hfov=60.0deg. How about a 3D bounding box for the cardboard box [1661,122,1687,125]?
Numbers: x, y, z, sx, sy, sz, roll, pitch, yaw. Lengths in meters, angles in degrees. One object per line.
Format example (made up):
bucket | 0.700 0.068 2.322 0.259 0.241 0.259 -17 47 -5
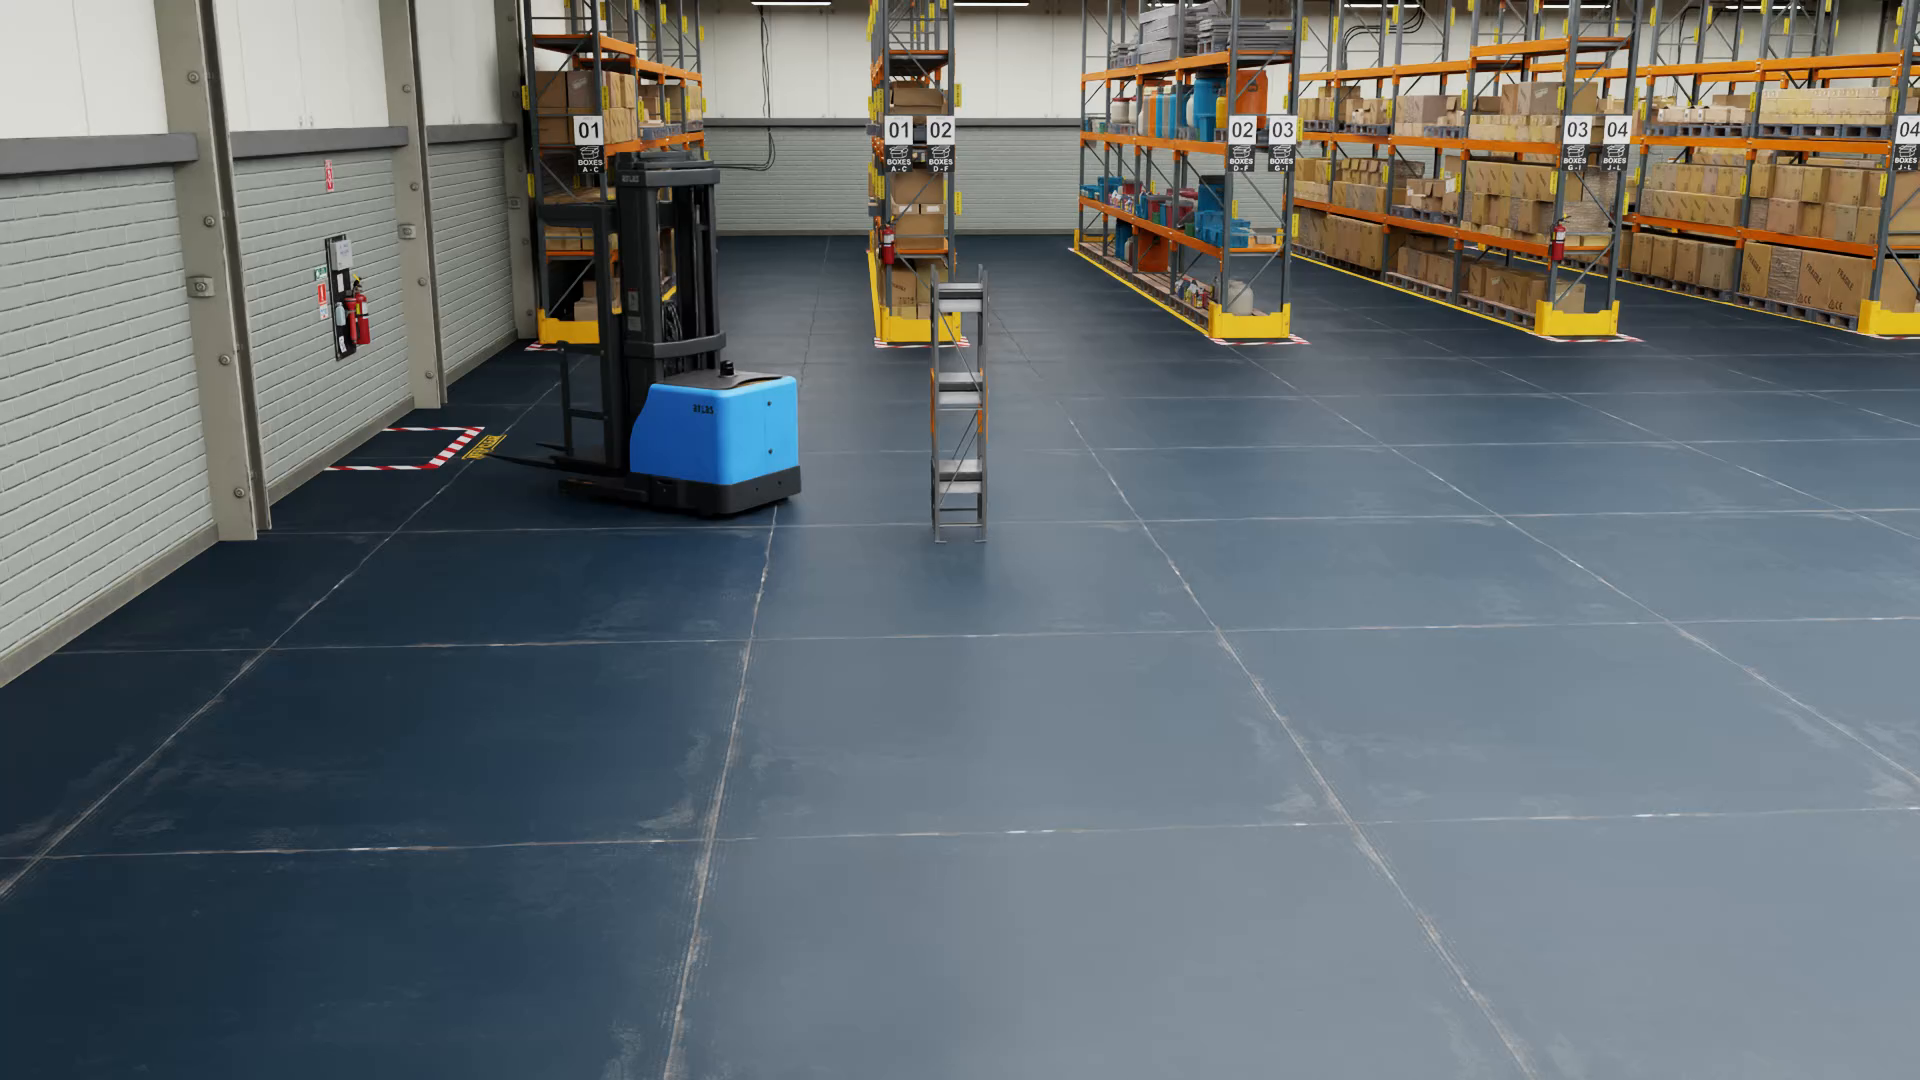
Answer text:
cardboard box | 13.996 -8.241 32.816 0.500 0.500 0.500 -1 14 -3

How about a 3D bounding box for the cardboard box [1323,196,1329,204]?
cardboard box | 8.215 -7.486 36.607 0.380 0.149 0.250 -1 14 -3

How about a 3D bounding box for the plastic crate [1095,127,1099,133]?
plastic crate | 3.159 -9.096 36.869 0.293 0.136 0.466 -1 14 -3

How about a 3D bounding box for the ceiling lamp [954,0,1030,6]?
ceiling lamp | 0.756 -14.817 40.842 2.000 3.185 0.800 -1 14 -3

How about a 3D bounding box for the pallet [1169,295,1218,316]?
pallet | 4.113 -3.953 27.966 1.003 0.211 1.213 -1 14 -3

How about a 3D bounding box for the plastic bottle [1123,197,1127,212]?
plastic bottle | 3.344 -6.788 33.622 0.061 0.283 0.133 -1 14 -3

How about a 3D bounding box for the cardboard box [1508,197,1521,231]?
cardboard box | 9.159 -5.130 26.147 0.875 0.500 0.500 -1 14 -3

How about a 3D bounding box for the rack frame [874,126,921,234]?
rack frame | -1.327 -7.385 35.710 1.000 3.000 0.127 -1 14 -3

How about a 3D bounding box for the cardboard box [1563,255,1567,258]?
cardboard box | 13.299 -6.394 36.029 0.500 0.500 0.500 0 14 -1

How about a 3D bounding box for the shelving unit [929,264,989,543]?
shelving unit | -0.010 -1.058 12.925 0.431 2.100 0.503 -1 14 -3

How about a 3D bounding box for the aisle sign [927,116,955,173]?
aisle sign | -0.273 -5.648 23.741 0.394 0.787 0.004 -1 14 -3

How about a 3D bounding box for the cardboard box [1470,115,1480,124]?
cardboard box | 8.769 -7.035 27.830 0.380 0.149 0.250 -1 14 -5

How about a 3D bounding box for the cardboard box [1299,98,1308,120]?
cardboard box | 8.313 -10.015 38.665 0.700 0.500 0.500 -1 14 -5

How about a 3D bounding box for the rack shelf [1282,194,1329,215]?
rack shelf | 8.437 -7.686 38.323 1.077 0.370 4.000 -1 14 -3

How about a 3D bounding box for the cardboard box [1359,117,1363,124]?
cardboard box | 8.503 -8.699 34.457 0.380 0.149 0.250 -1 15 -6

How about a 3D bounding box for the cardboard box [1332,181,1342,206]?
cardboard box | 8.340 -7.467 35.828 0.500 0.500 0.500 -1 14 -3

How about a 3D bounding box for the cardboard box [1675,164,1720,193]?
cardboard box | 13.850 -6.761 31.078 0.700 0.500 0.500 -1 14 -4

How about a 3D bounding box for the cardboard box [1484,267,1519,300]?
cardboard box | 9.084 -4.298 27.885 0.500 0.500 0.500 4 15 14

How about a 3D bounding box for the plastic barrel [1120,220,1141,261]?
plastic barrel | 3.678 -6.336 35.001 0.600 0.901 0.708 -1 14 -3

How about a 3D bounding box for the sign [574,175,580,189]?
sign | -6.329 -5.869 27.495 0.100 0.325 0.005 -1 14 -3

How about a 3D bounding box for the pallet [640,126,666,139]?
pallet | -5.774 -7.093 28.931 1.213 0.211 1.003 -1 14 -3

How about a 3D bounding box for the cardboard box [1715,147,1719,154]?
cardboard box | 18.042 -9.179 39.173 0.380 0.149 0.250 -1 14 -3

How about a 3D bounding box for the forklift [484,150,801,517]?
forklift | -2.893 -1.863 14.386 3.031 2.935 1.130 9 17 31

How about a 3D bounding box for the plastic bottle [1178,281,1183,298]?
plastic bottle | 3.743 -4.199 27.910 0.152 0.276 0.135 0 14 -1

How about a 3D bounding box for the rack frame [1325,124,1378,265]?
rack frame | 8.561 -7.537 36.300 1.000 3.000 0.127 -1 14 -3

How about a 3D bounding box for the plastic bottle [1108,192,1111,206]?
plastic bottle | 3.214 -7.306 35.638 0.061 0.283 0.133 -1 14 -3

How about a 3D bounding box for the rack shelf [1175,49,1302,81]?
rack shelf | 4.237 -7.337 25.729 1.077 0.370 4.000 -1 14 -3

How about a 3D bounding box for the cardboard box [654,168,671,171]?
cardboard box | -5.795 -7.002 31.879 0.500 0.250 0.500 -1 14 -2

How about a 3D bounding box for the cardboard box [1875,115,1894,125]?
cardboard box | 13.902 -6.264 24.795 0.380 0.149 0.250 -1 14 -4

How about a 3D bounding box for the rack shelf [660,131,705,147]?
rack shelf | -6.394 -8.909 37.058 1.077 0.370 4.000 -1 14 -3

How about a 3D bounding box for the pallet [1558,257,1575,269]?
pallet | 13.567 -6.045 36.095 1.003 0.211 1.213 -1 14 -3

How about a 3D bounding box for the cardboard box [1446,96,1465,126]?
cardboard box | 9.067 -7.606 29.500 0.797 0.503 0.637 0 14 -1

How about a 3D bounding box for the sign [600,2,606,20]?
sign | -6.576 -9.738 30.622 0.100 0.325 0.005 -1 14 -3

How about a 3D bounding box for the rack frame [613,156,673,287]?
rack frame | -6.023 -6.313 31.542 1.000 3.000 0.127 -1 14 -3

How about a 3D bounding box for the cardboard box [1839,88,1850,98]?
cardboard box | 13.840 -6.904 25.681 0.380 0.149 0.250 -1 14 -3

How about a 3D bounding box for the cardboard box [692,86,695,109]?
cardboard box | -6.109 -9.735 36.575 0.500 0.500 0.500 -1 14 -3

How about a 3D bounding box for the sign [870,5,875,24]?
sign | -1.620 -9.776 30.928 0.100 0.325 0.005 -1 14 -3

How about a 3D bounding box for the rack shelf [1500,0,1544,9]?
rack shelf | 13.394 -12.252 37.362 1.077 0.370 4.000 -1 14 -3

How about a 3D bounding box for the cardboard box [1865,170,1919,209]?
cardboard box | 14.277 -5.293 25.109 0.875 0.550 0.550 -1 14 -3

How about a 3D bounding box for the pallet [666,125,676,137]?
pallet | -6.116 -7.833 31.811 1.213 0.211 1.003 0 14 -1

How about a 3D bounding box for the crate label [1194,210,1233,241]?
crate label | 3.977 -4.947 26.163 0.502 0.435 0.616 -1 14 -3

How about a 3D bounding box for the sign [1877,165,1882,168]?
sign | 18.146 -7.247 32.848 0.100 0.325 0.005 -1 14 -3

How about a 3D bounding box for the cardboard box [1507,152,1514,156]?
cardboard box | 13.080 -8.889 38.751 0.500 0.500 0.500 -1 14 -5

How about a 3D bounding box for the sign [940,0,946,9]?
sign | -0.276 -8.832 27.103 0.100 0.325 0.005 -1 14 -3

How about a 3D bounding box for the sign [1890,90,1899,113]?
sign | 13.719 -6.442 24.408 0.100 0.325 0.005 -1 14 -3

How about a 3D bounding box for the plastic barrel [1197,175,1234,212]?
plastic barrel | 4.392 -5.815 28.600 0.600 0.901 0.708 -1 14 -3

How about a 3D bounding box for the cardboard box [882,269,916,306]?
cardboard box | -0.913 -3.764 24.808 0.500 0.500 0.500 -1 14 -3

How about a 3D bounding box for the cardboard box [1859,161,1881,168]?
cardboard box | 18.407 -7.353 33.376 0.500 0.500 0.500 -1 14 -5

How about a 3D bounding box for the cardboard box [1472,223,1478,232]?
cardboard box | 8.815 -5.244 27.891 0.380 0.149 0.250 -1 14 -3

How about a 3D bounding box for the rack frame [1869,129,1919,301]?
rack frame | 14.261 -4.604 24.901 1.000 3.000 0.127 -1 14 -3
